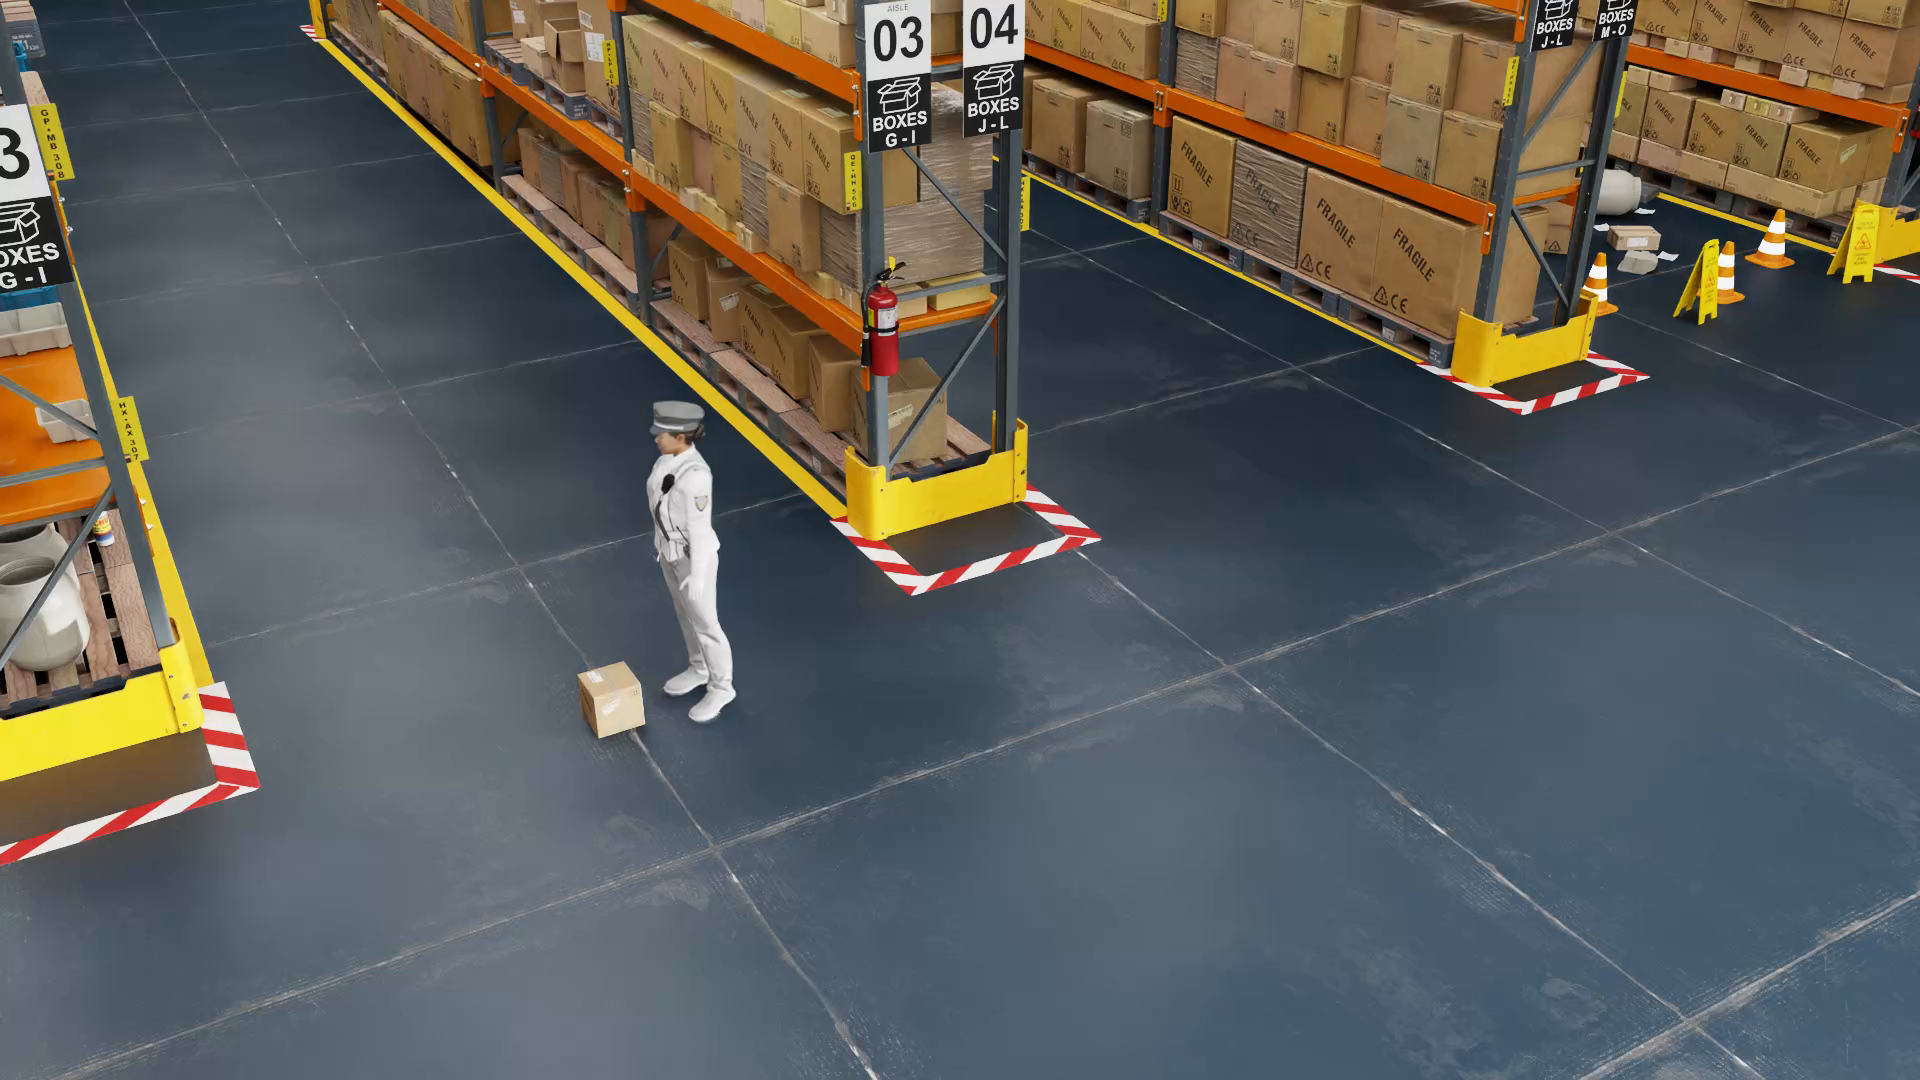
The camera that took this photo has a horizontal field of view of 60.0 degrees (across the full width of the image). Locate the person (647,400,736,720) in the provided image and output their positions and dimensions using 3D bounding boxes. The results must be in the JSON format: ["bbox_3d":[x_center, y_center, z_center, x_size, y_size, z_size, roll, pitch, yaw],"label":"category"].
[{"bbox_3d":[-1.386,0.092,8.385,0.332,1.692,0.491,-15,33,-25],"label":"person"}]
